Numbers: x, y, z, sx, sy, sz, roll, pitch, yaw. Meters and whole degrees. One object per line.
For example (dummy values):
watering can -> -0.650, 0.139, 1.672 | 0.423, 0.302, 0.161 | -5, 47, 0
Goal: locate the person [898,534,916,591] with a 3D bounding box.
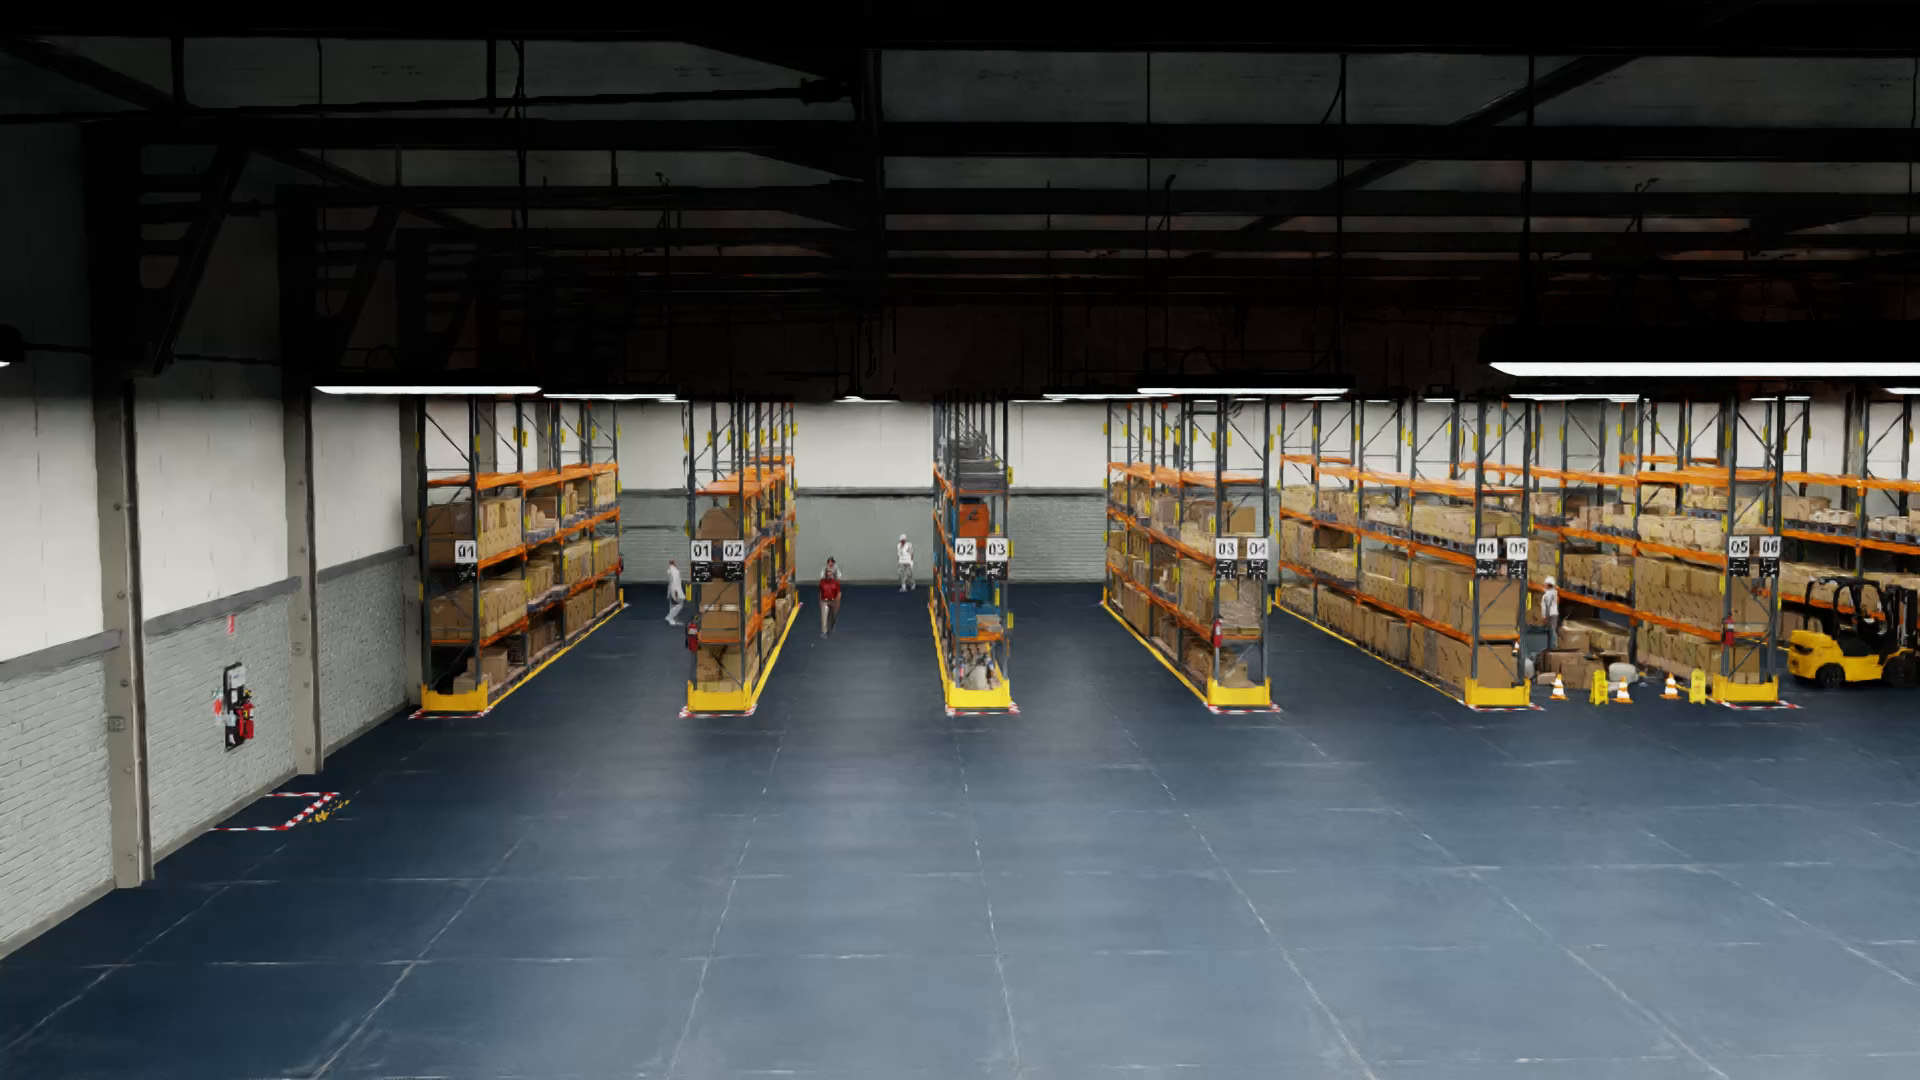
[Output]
person -> -1.645, 0.687, 51.002 | 0.591, 1.771, 0.576 | 3, 6, 33

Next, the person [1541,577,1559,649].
person -> 13.462, 1.720, 38.077 | 0.586, 1.768, 0.640 | 2, 5, 23

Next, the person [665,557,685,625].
person -> -7.393, 1.323, 43.025 | 0.504, 1.772, 0.634 | -2, 5, -26

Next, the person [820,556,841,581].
person -> -3.583, 1.204, 46.081 | 0.566, 1.541, 0.519 | 0, 5, -5

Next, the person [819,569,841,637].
person -> -3.210, 1.541, 41.025 | 0.540, 1.643, 1.130 | 0, 5, -5
